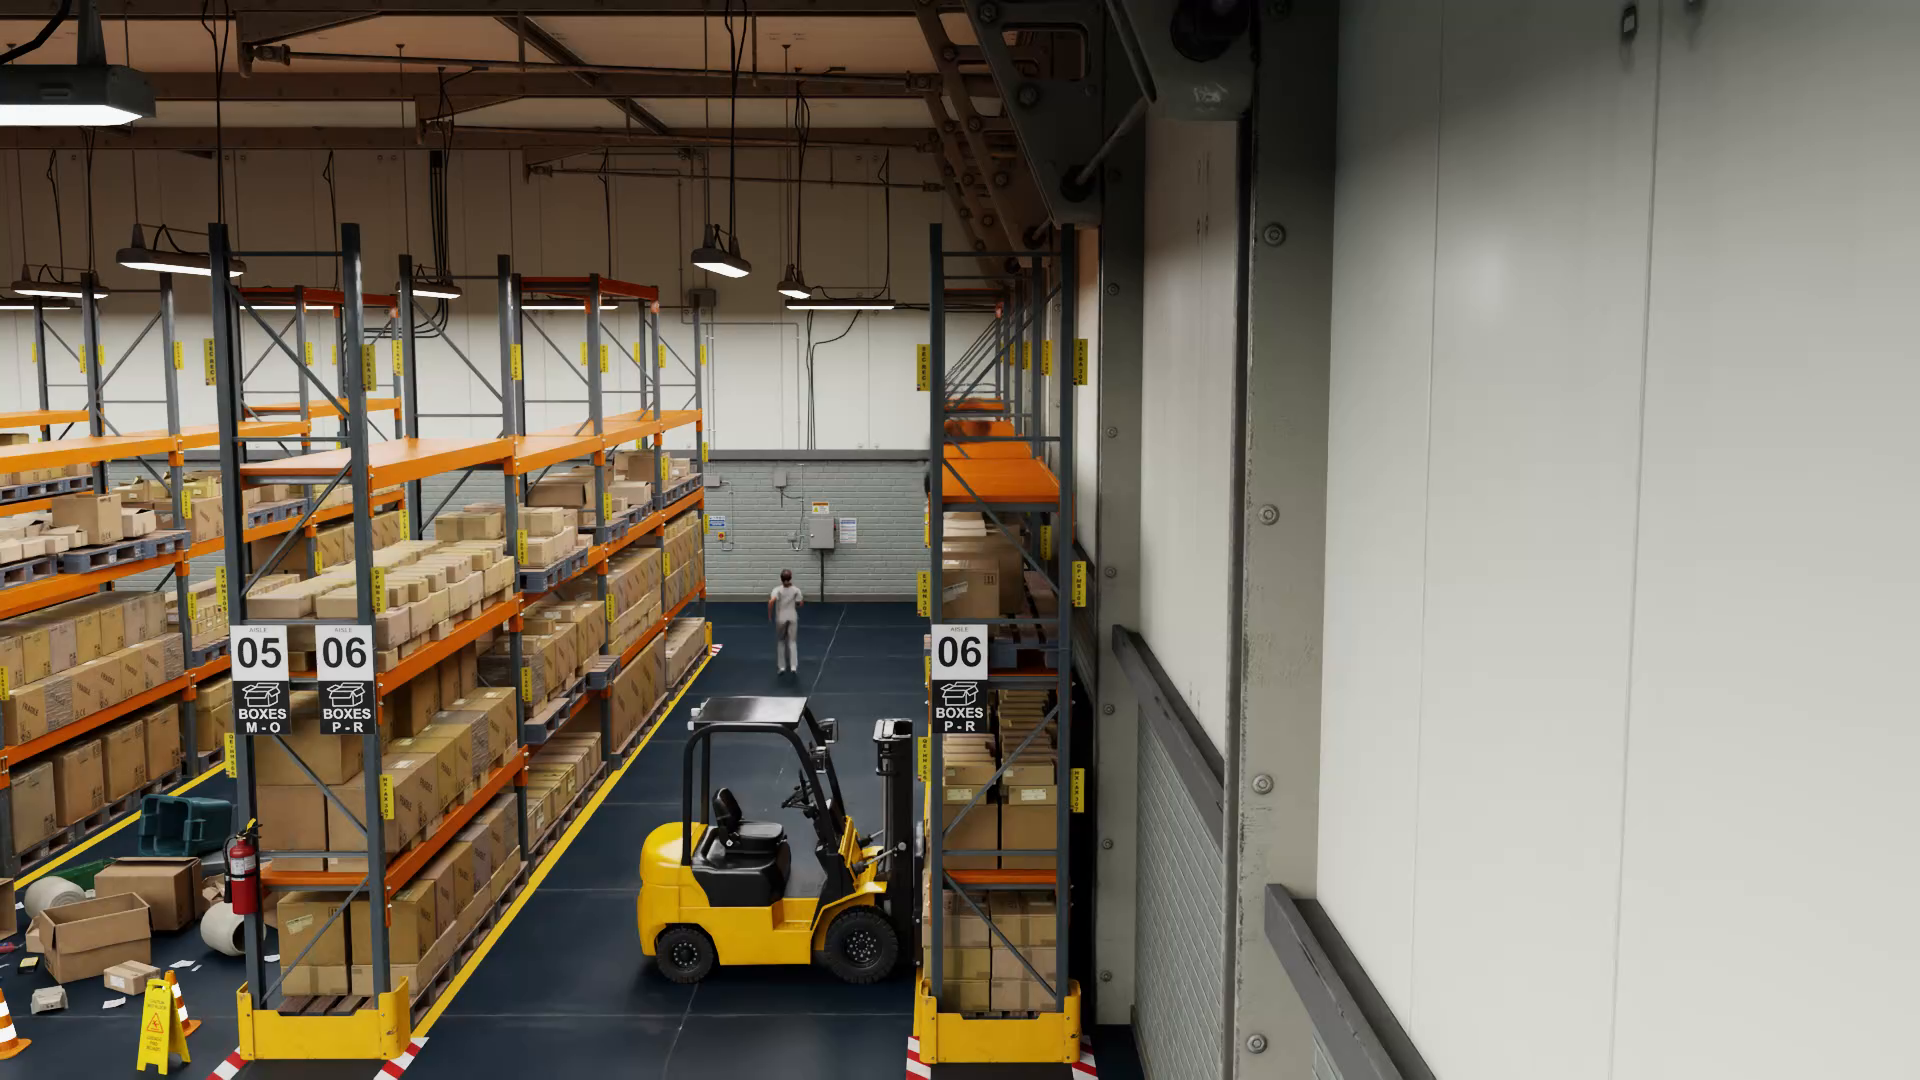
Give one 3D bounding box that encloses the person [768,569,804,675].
[{"bbox_3d":[-2.709,1.314,25.934,0.584,1.717,0.819,-2,7,-13],"label":"person"}]
